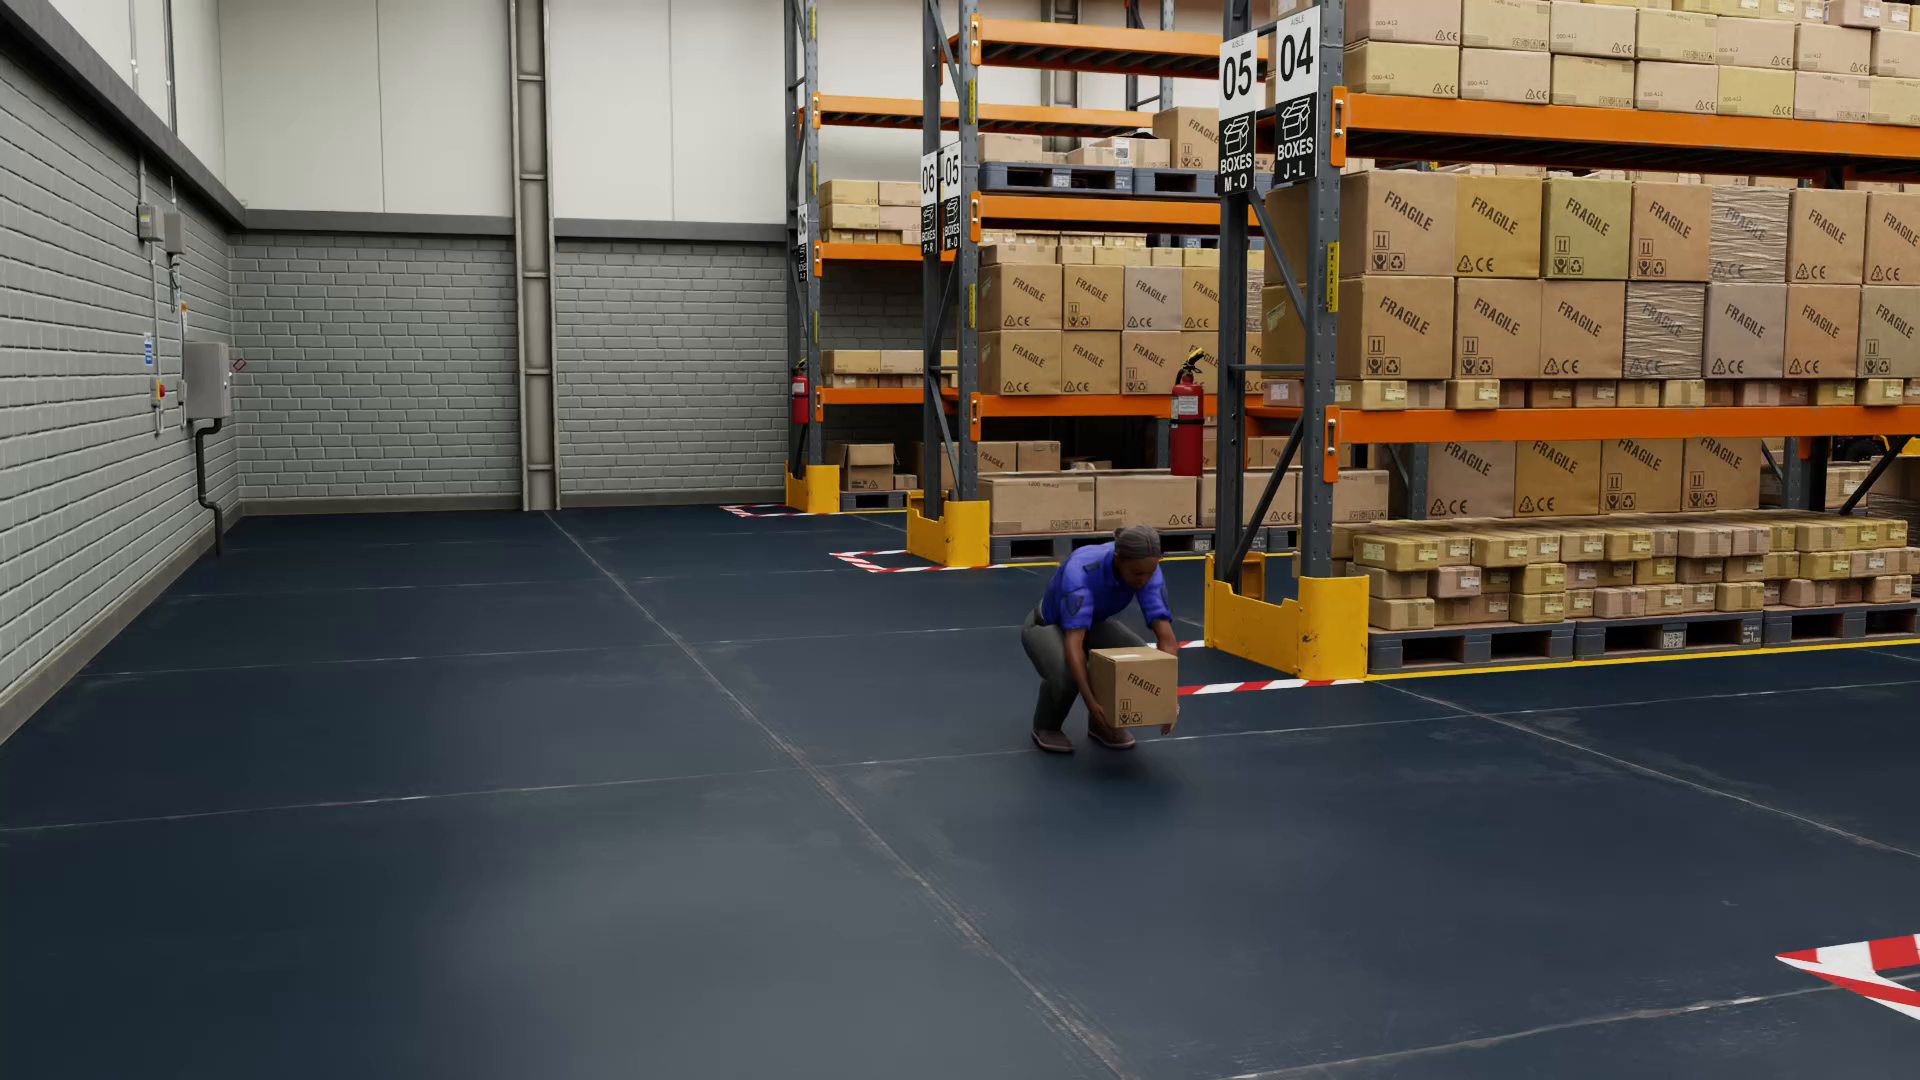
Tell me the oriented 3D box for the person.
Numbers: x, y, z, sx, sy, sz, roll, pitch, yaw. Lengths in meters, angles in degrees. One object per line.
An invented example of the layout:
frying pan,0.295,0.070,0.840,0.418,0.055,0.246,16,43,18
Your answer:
person,0.548,0.381,6.517,0.483,0.926,0.823,-2,6,-19
